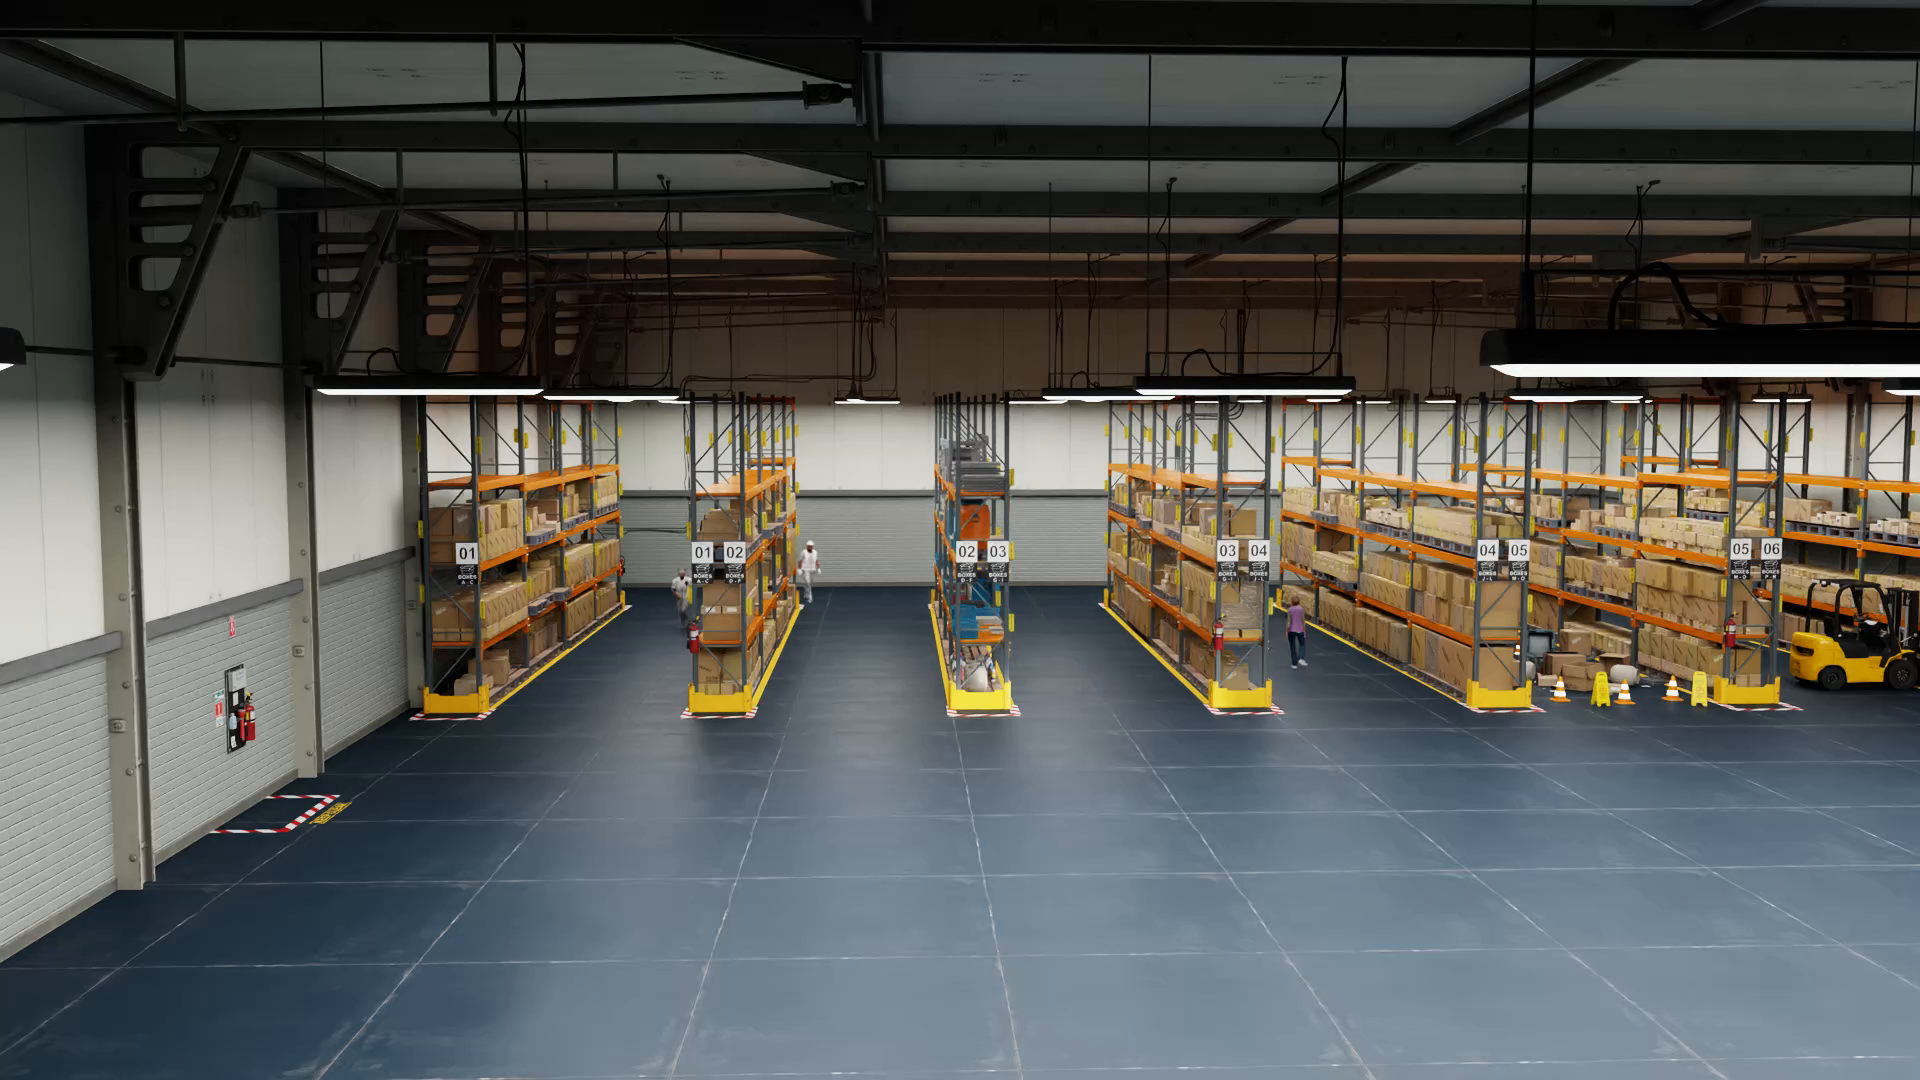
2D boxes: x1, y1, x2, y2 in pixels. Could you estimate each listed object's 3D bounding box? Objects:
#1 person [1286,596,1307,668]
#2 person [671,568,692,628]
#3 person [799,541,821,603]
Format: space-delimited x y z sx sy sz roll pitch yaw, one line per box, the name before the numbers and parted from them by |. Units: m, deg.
person | 7.353 2.074 36.342 0.463 1.487 0.471 0 5 1
person | -7.138 1.494 42.893 0.548 1.598 0.737 1 5 7
person | -4.442 0.917 49.095 0.588 1.788 0.901 -3 6 -34
